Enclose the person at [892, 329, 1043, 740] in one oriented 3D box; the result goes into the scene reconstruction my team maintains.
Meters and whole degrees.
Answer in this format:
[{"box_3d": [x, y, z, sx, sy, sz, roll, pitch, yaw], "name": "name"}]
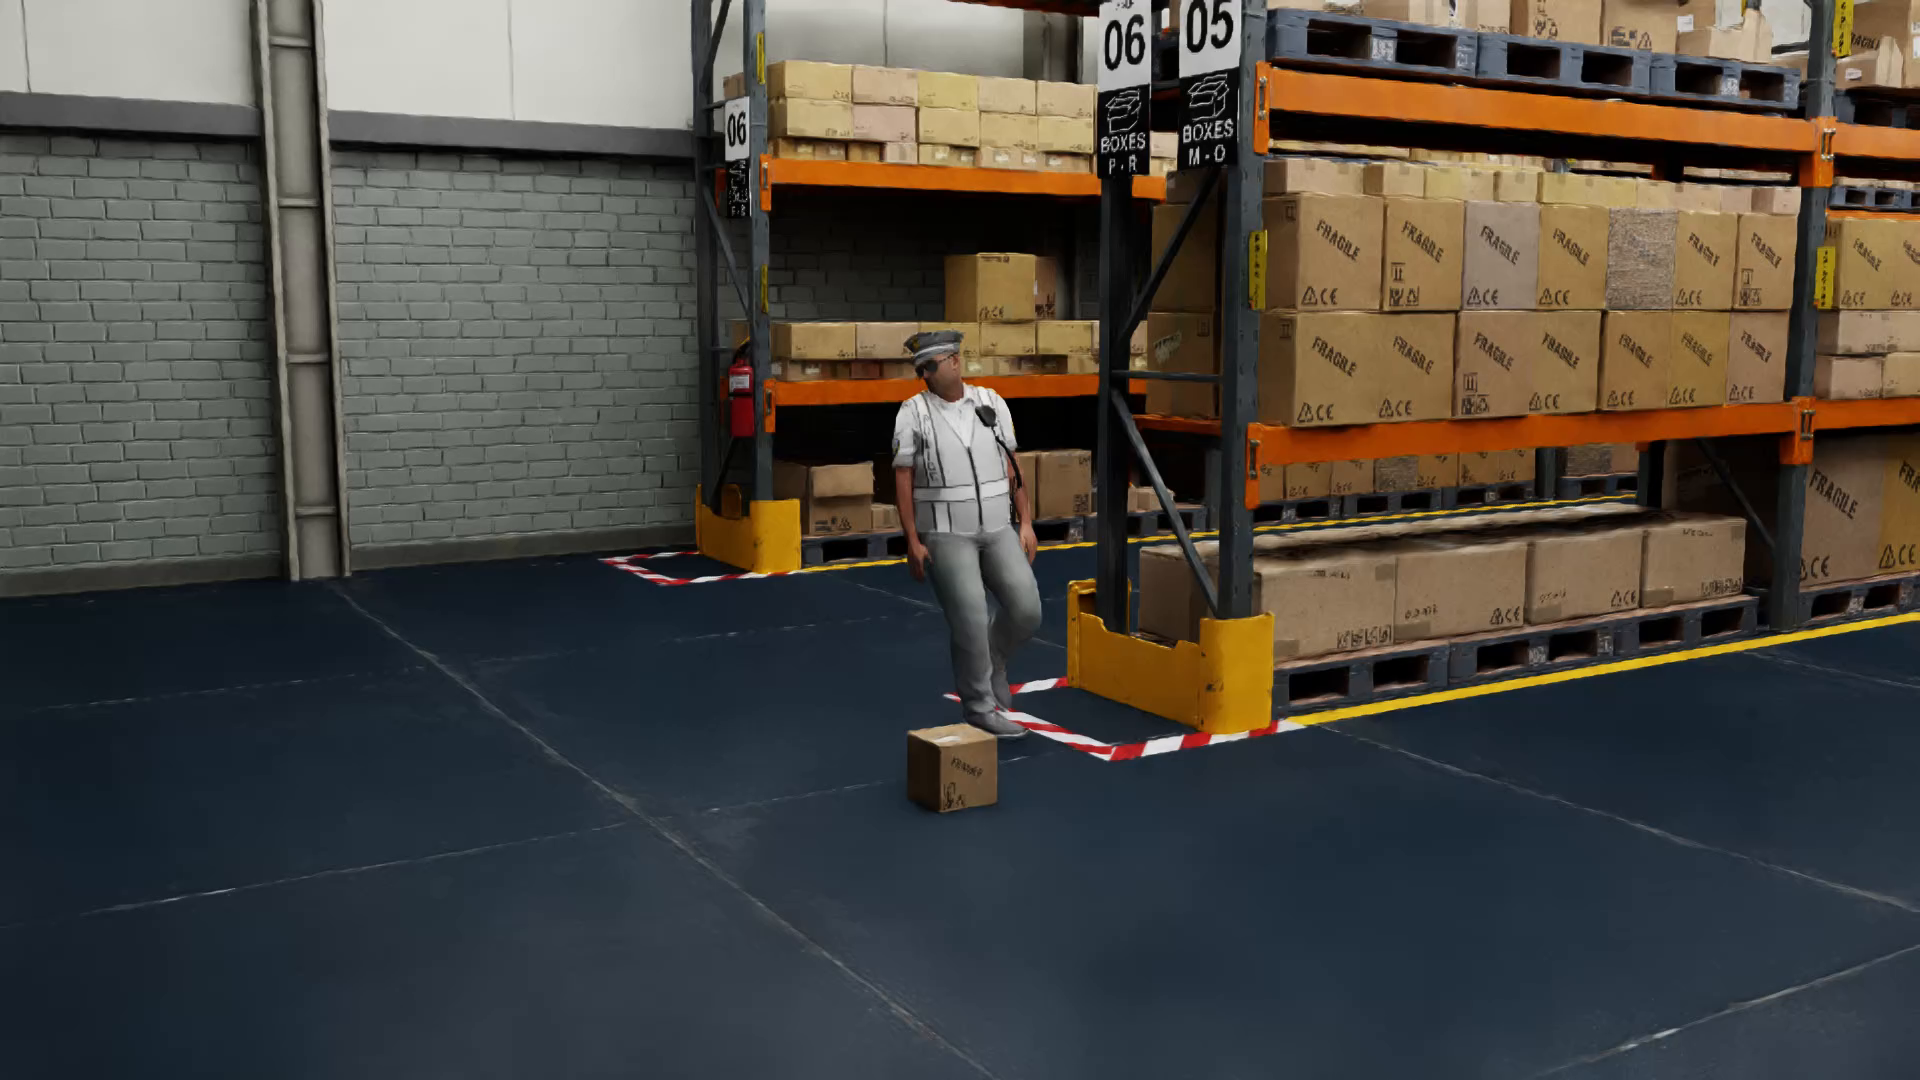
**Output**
[{"box_3d": [0.037, -0.031, 7.122, 0.600, 1.734, 0.540, -4, 9, -26], "name": "person"}]
